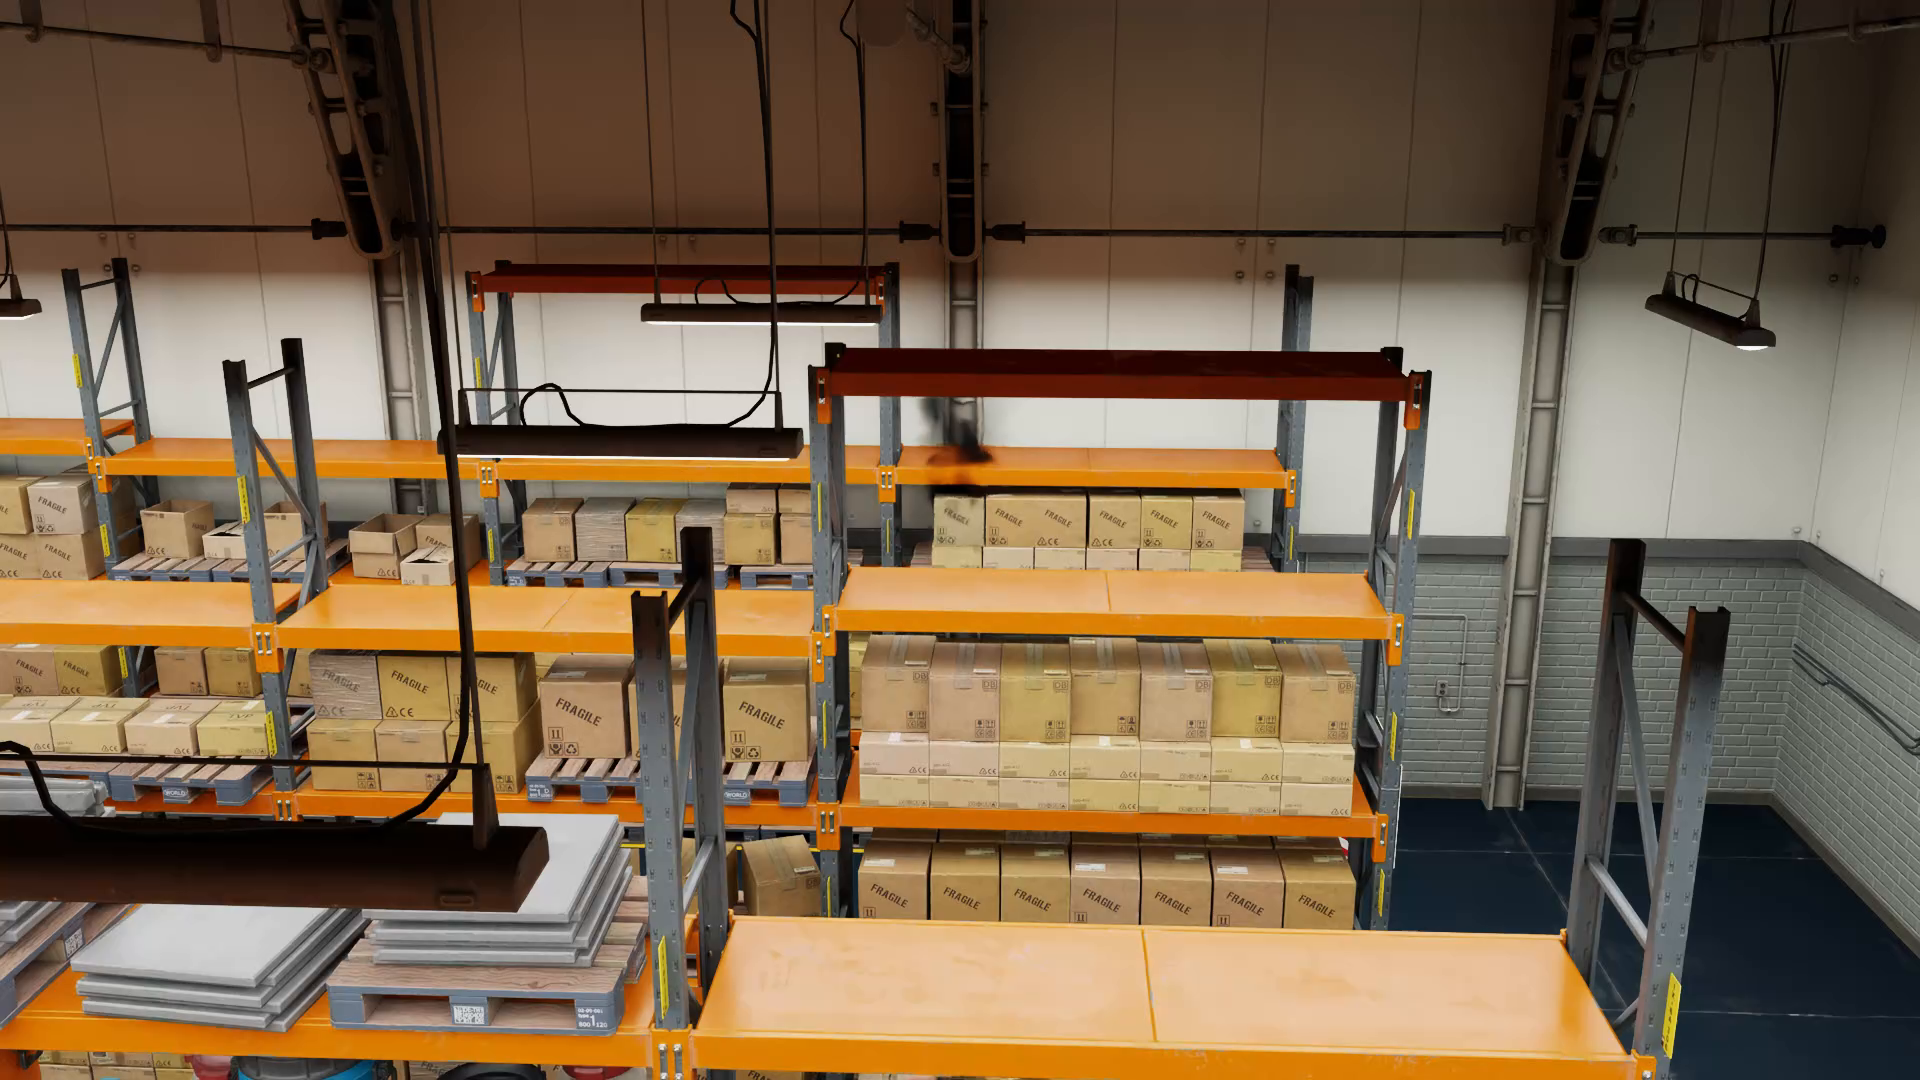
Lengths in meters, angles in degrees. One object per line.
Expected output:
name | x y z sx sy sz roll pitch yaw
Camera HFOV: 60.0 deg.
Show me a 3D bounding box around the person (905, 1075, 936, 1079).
person | -0.305 4.241 10.943 0.689 1.715 0.633 0 16 -1
